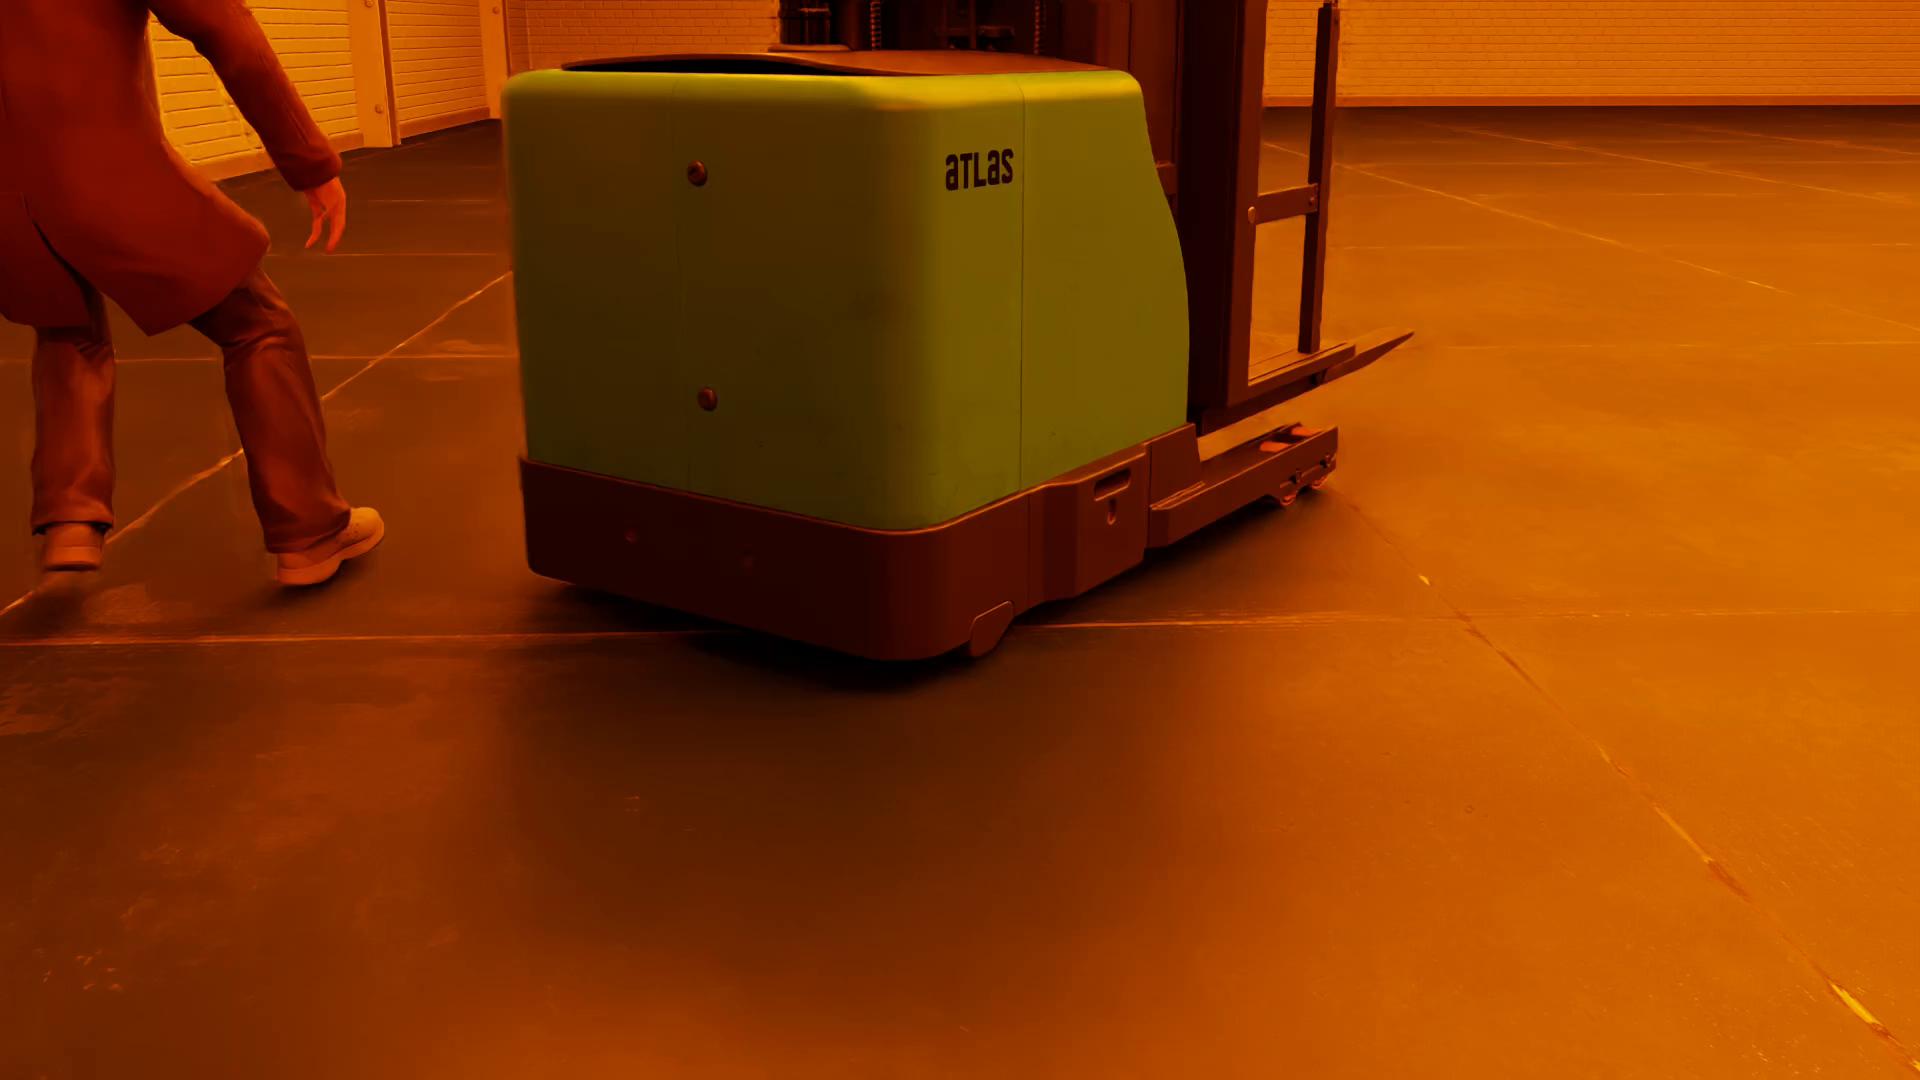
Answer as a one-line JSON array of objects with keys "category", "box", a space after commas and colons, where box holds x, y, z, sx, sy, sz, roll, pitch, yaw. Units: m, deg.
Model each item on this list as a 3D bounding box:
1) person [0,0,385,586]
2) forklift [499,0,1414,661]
[{"category": "person", "box": [-1.648, -0.729, 3.306, 0.806, 1.690, 0.596, 0, 17, 1]}, {"category": "forklift", "box": [0.336, -1.556, 3.994, 1.130, 2.935, 3.031, 11, 20, 33]}]
